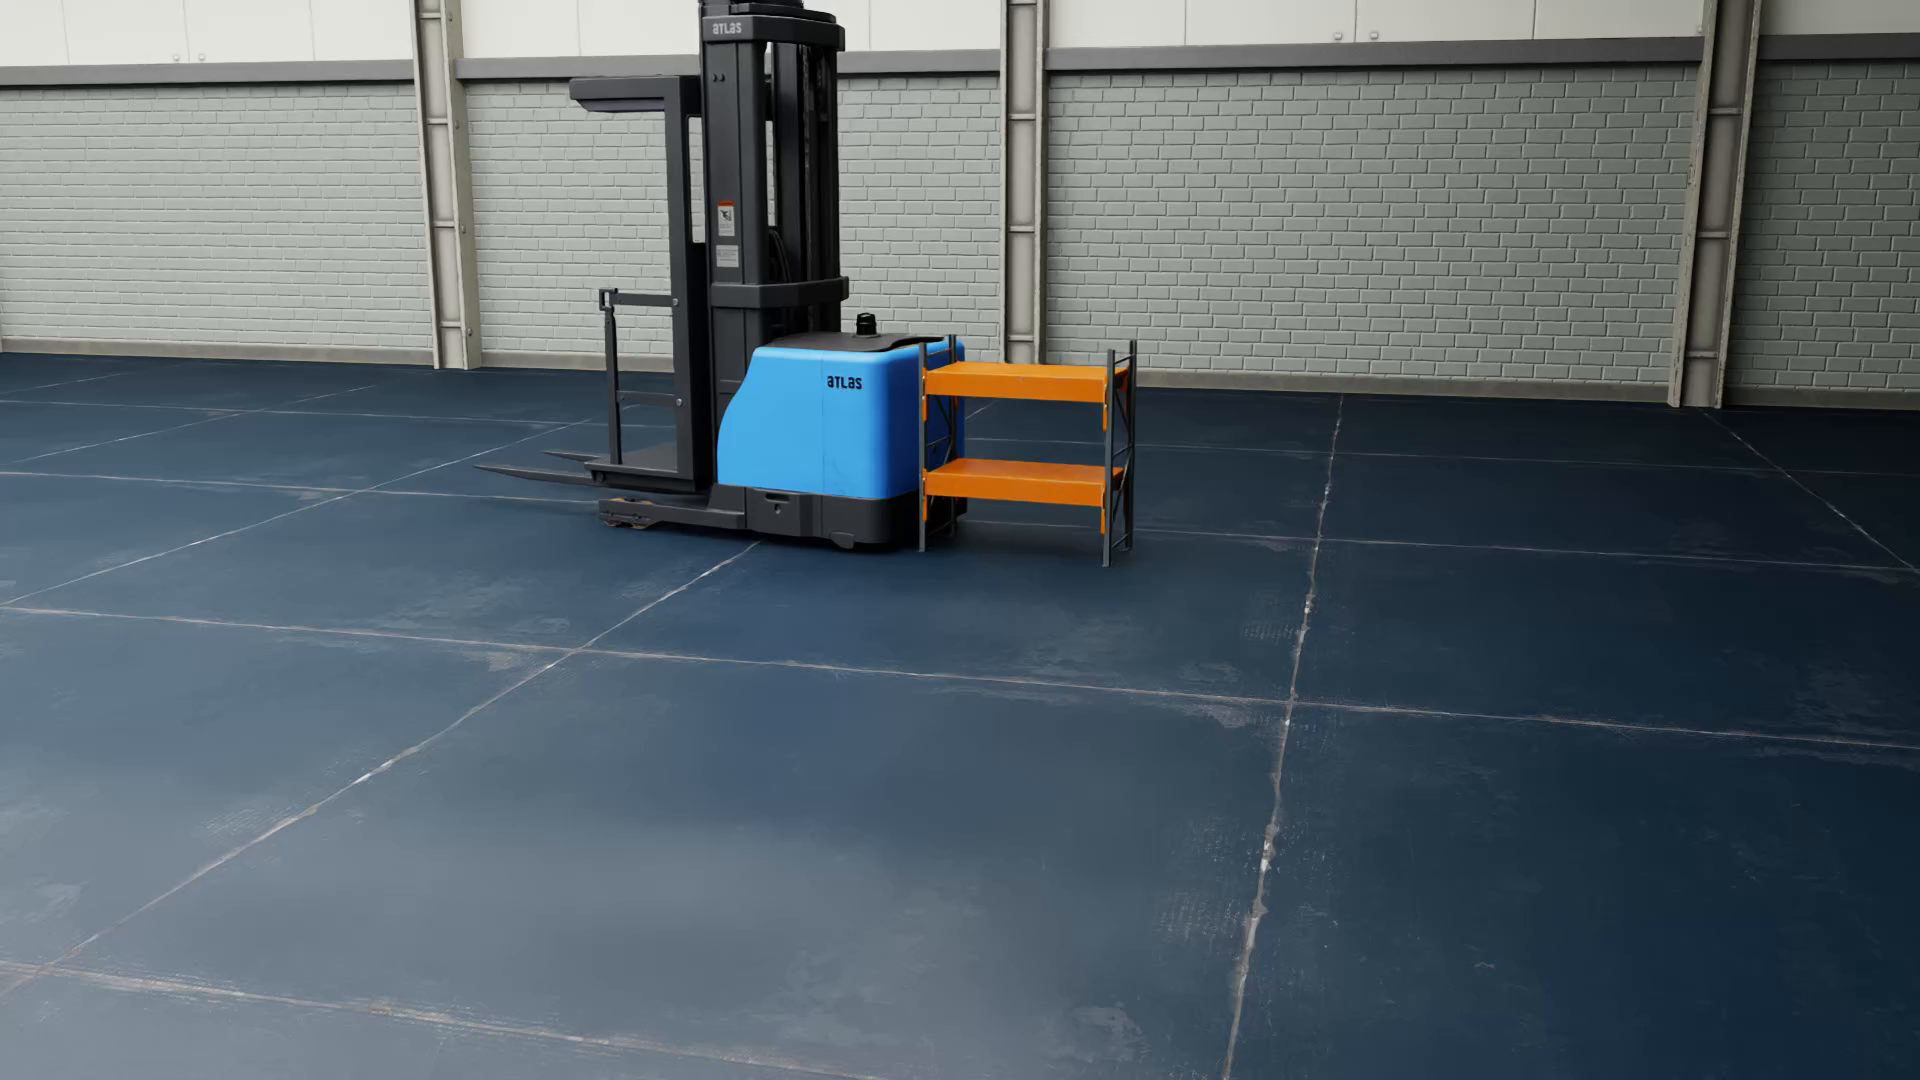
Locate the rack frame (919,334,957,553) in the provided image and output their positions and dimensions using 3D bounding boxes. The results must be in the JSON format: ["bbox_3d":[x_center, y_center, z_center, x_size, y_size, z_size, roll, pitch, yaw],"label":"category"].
[{"bbox_3d":[-0.118,-0.531,9.032,0.032,1.125,0.500,4,13,19],"label":"rack frame"}]

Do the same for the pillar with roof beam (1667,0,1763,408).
[{"bbox_3d":[5.389,-4.666,9.490,0.400,9.000,9.100,3,13,14],"label":"pillar with roof beam"}]

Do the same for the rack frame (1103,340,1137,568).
[{"bbox_3d":[0.839,-0.457,8.698,0.032,1.125,0.500,4,13,19],"label":"rack frame"}]

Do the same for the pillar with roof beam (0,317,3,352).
[{"bbox_3d":[-12.087,-5.600,13.700,0.400,9.000,9.100,3,13,14],"label":"pillar with roof beam"}]

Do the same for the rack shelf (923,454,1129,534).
[{"bbox_3d":[0.360,-0.256,8.918,1.000,0.278,0.538,4,13,19],"label":"rack shelf"}]

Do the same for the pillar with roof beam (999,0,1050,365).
[{"bbox_3d":[-0.436,-4.978,10.893,0.400,9.000,9.100,3,13,14],"label":"pillar with roof beam"}]

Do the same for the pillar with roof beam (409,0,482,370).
[{"bbox_3d":[-6.261,-5.289,12.297,0.400,9.000,9.100,3,13,14],"label":"pillar with roof beam"}]

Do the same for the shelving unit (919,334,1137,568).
[{"bbox_3d":[0.360,-0.494,8.865,1.048,1.125,0.538,4,13,19],"label":"shelving unit"}]

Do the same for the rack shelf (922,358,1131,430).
[{"bbox_3d":[0.360,-0.780,8.802,1.000,0.278,0.538,4,13,19],"label":"rack shelf"}]

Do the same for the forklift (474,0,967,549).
[{"bbox_3d":[-1.508,-1.584,9.605,3.031,2.935,1.130,6,14,27],"label":"forklift"}]
